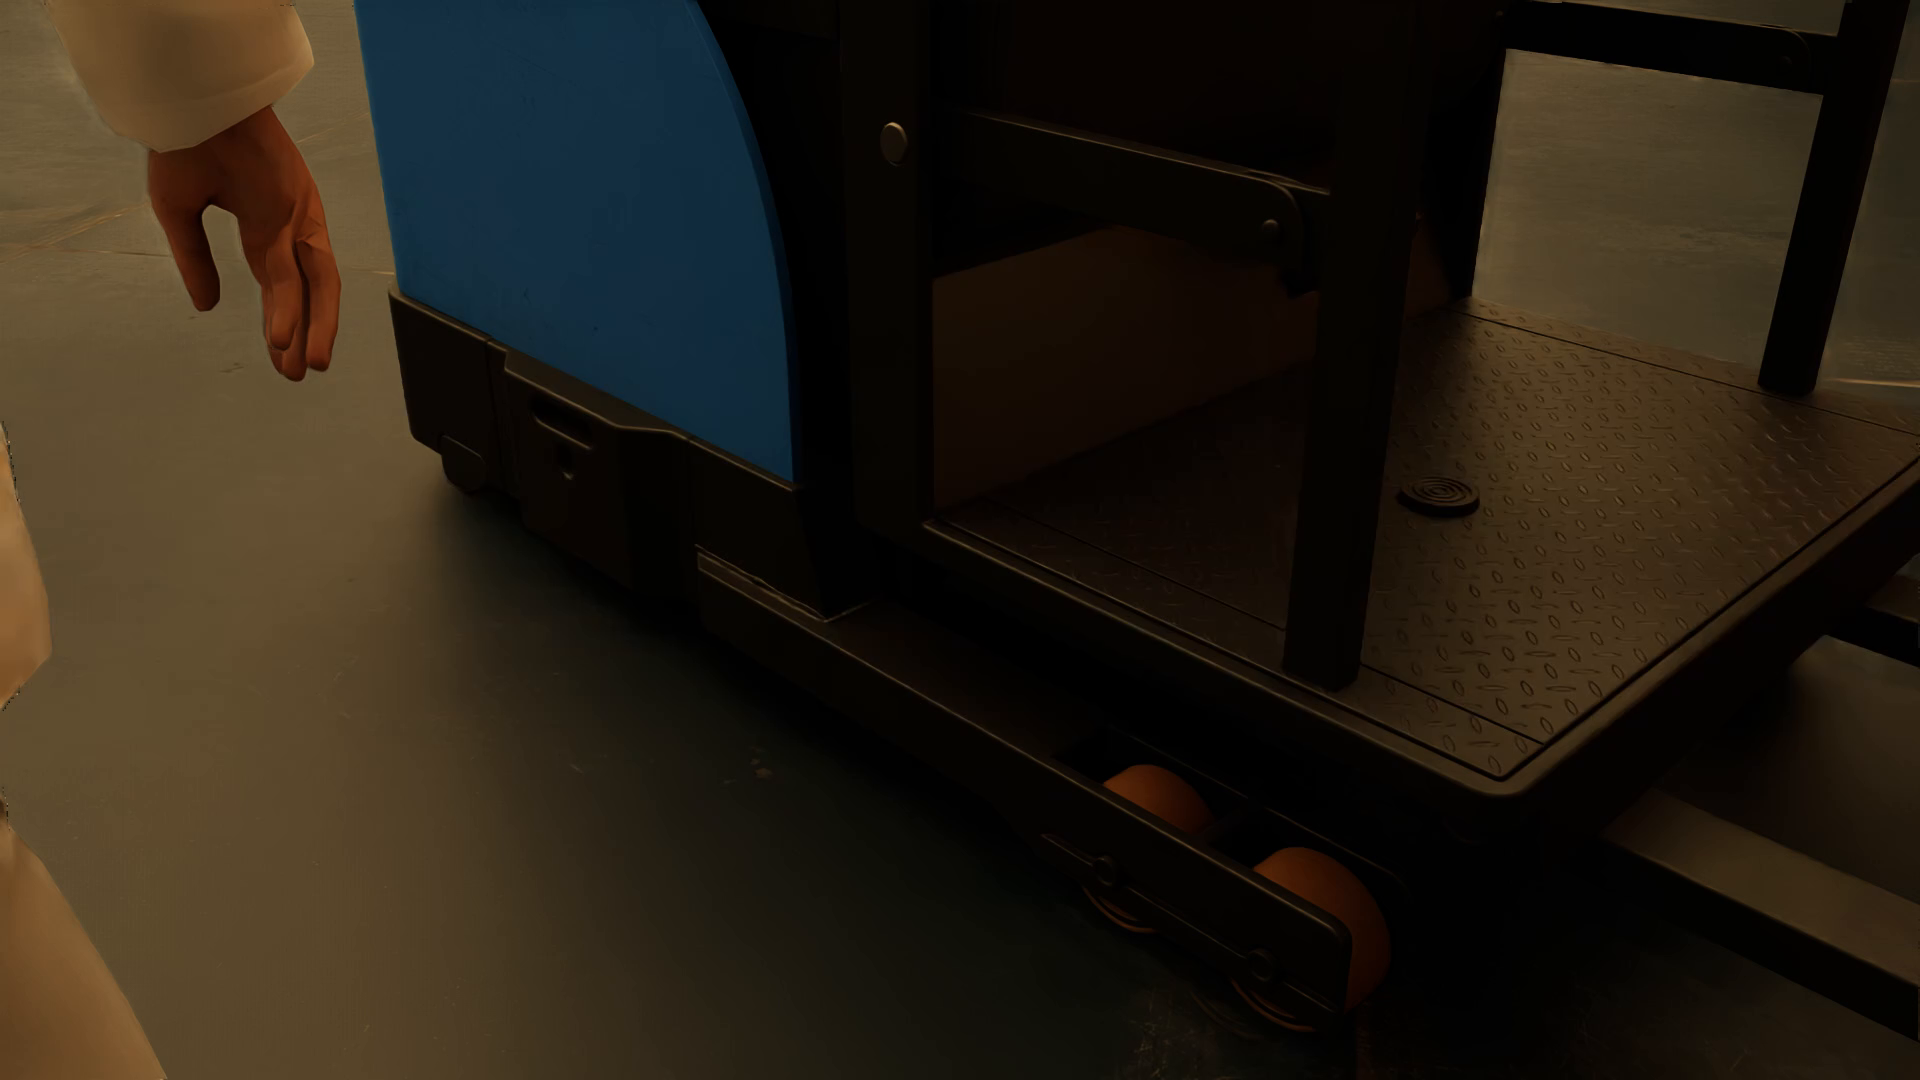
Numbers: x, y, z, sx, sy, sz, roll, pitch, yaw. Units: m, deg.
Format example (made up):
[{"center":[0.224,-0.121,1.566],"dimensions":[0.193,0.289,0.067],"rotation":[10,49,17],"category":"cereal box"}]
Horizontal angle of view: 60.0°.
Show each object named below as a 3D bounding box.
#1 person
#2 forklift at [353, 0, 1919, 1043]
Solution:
[{"center":[-0.710,-0.074,0.741],"dimensions":[0.473,1.748,0.911],"rotation":[16,31,28],"category":"person"},{"center":[0.489,-1.108,1.441],"dimensions":[1.130,2.935,3.031],"rotation":[-23,35,-38],"category":"forklift"}]
